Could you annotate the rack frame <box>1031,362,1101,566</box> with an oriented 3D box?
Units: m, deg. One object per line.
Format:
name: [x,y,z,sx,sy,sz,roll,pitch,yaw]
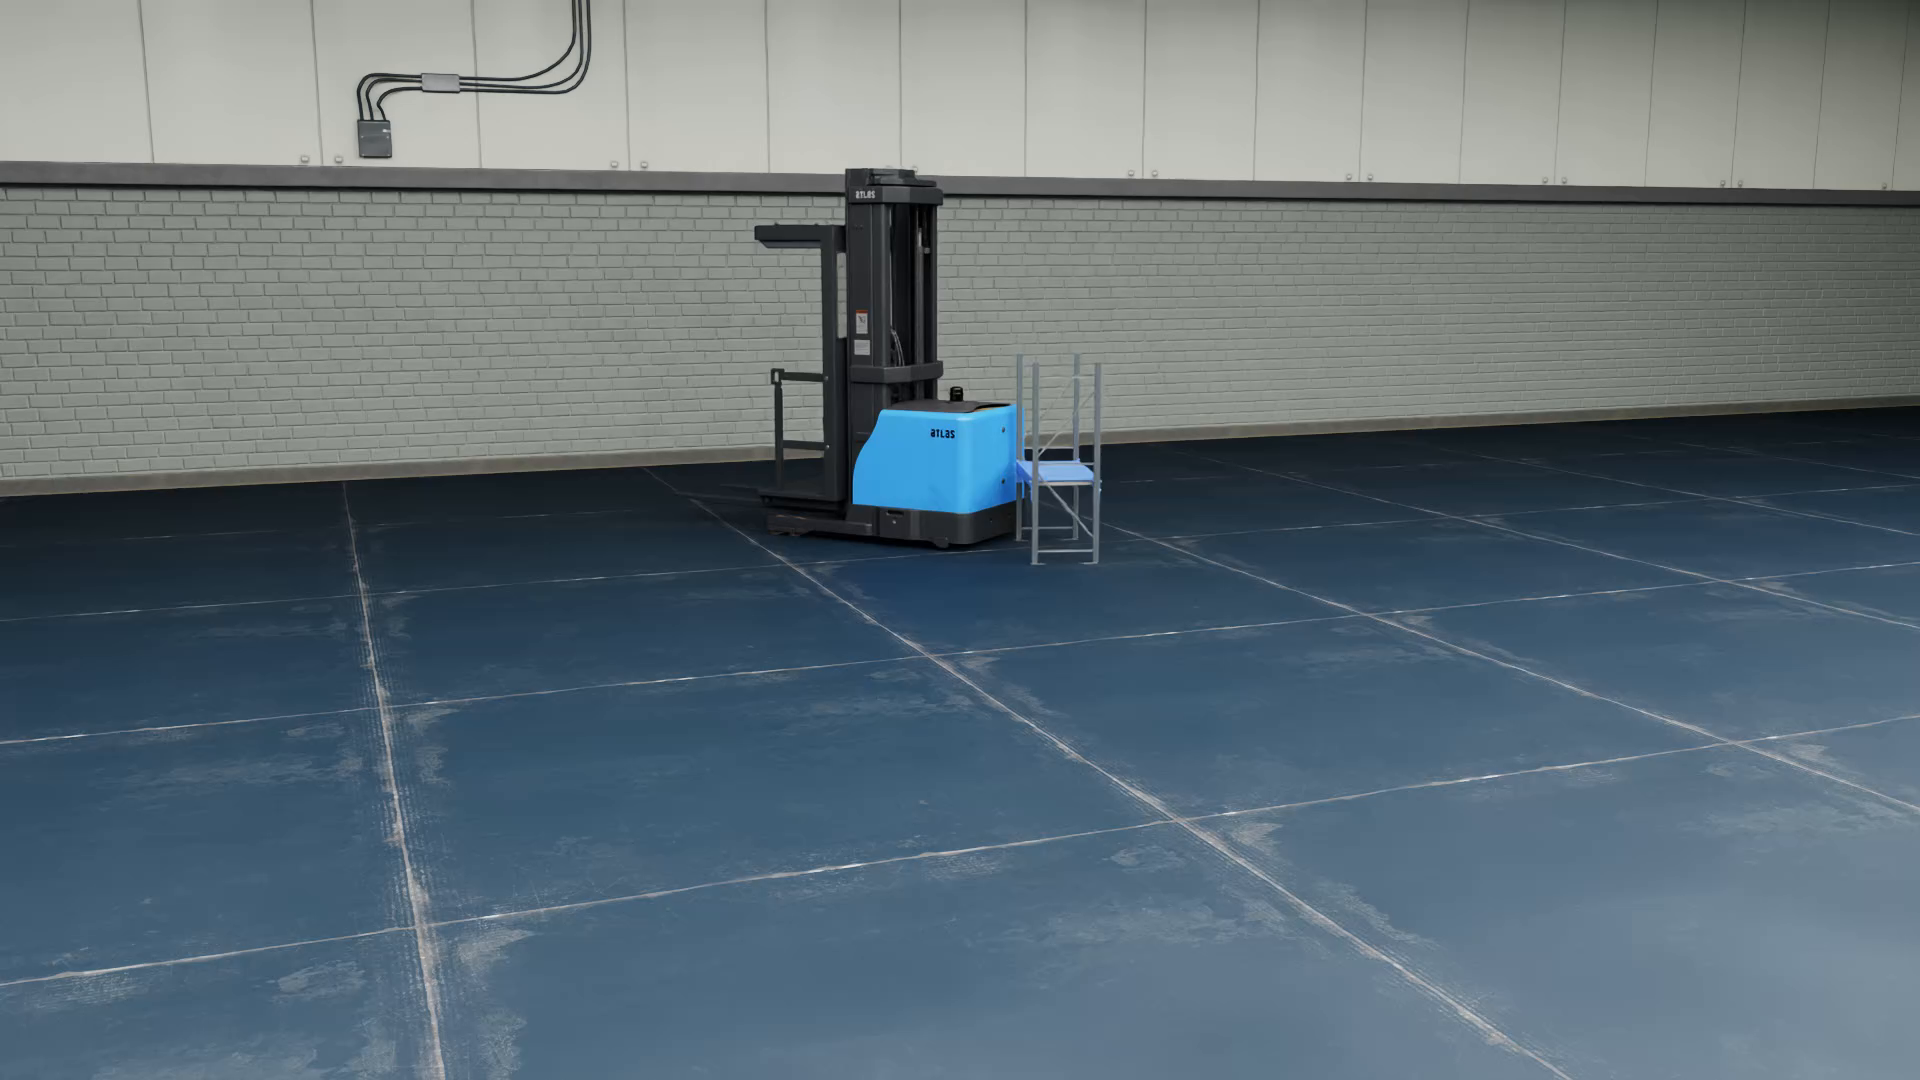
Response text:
rack frame: [0.782,-0.555,12.256,0.500,1.500,0.032,-1,10,-5]

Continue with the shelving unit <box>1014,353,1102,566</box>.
shelving unit: [0.740,-0.643,12.755,0.538,1.500,1.048,-1,10,-5]

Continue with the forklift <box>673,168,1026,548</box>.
forklift: [-0.999,-1.542,13.718,3.031,2.935,1.130,6,12,29]

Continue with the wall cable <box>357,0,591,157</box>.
wall cable: [-4.821,-6.795,16.212,2.305,6.003,0.169,-4,11,-21]

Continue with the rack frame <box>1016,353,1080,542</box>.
rack frame: [0.699,-0.732,13.254,0.500,1.500,0.032,-1,10,-5]

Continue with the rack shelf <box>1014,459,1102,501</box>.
rack shelf: [0.740,-0.466,12.786,0.538,0.185,1.000,-1,10,-5]
